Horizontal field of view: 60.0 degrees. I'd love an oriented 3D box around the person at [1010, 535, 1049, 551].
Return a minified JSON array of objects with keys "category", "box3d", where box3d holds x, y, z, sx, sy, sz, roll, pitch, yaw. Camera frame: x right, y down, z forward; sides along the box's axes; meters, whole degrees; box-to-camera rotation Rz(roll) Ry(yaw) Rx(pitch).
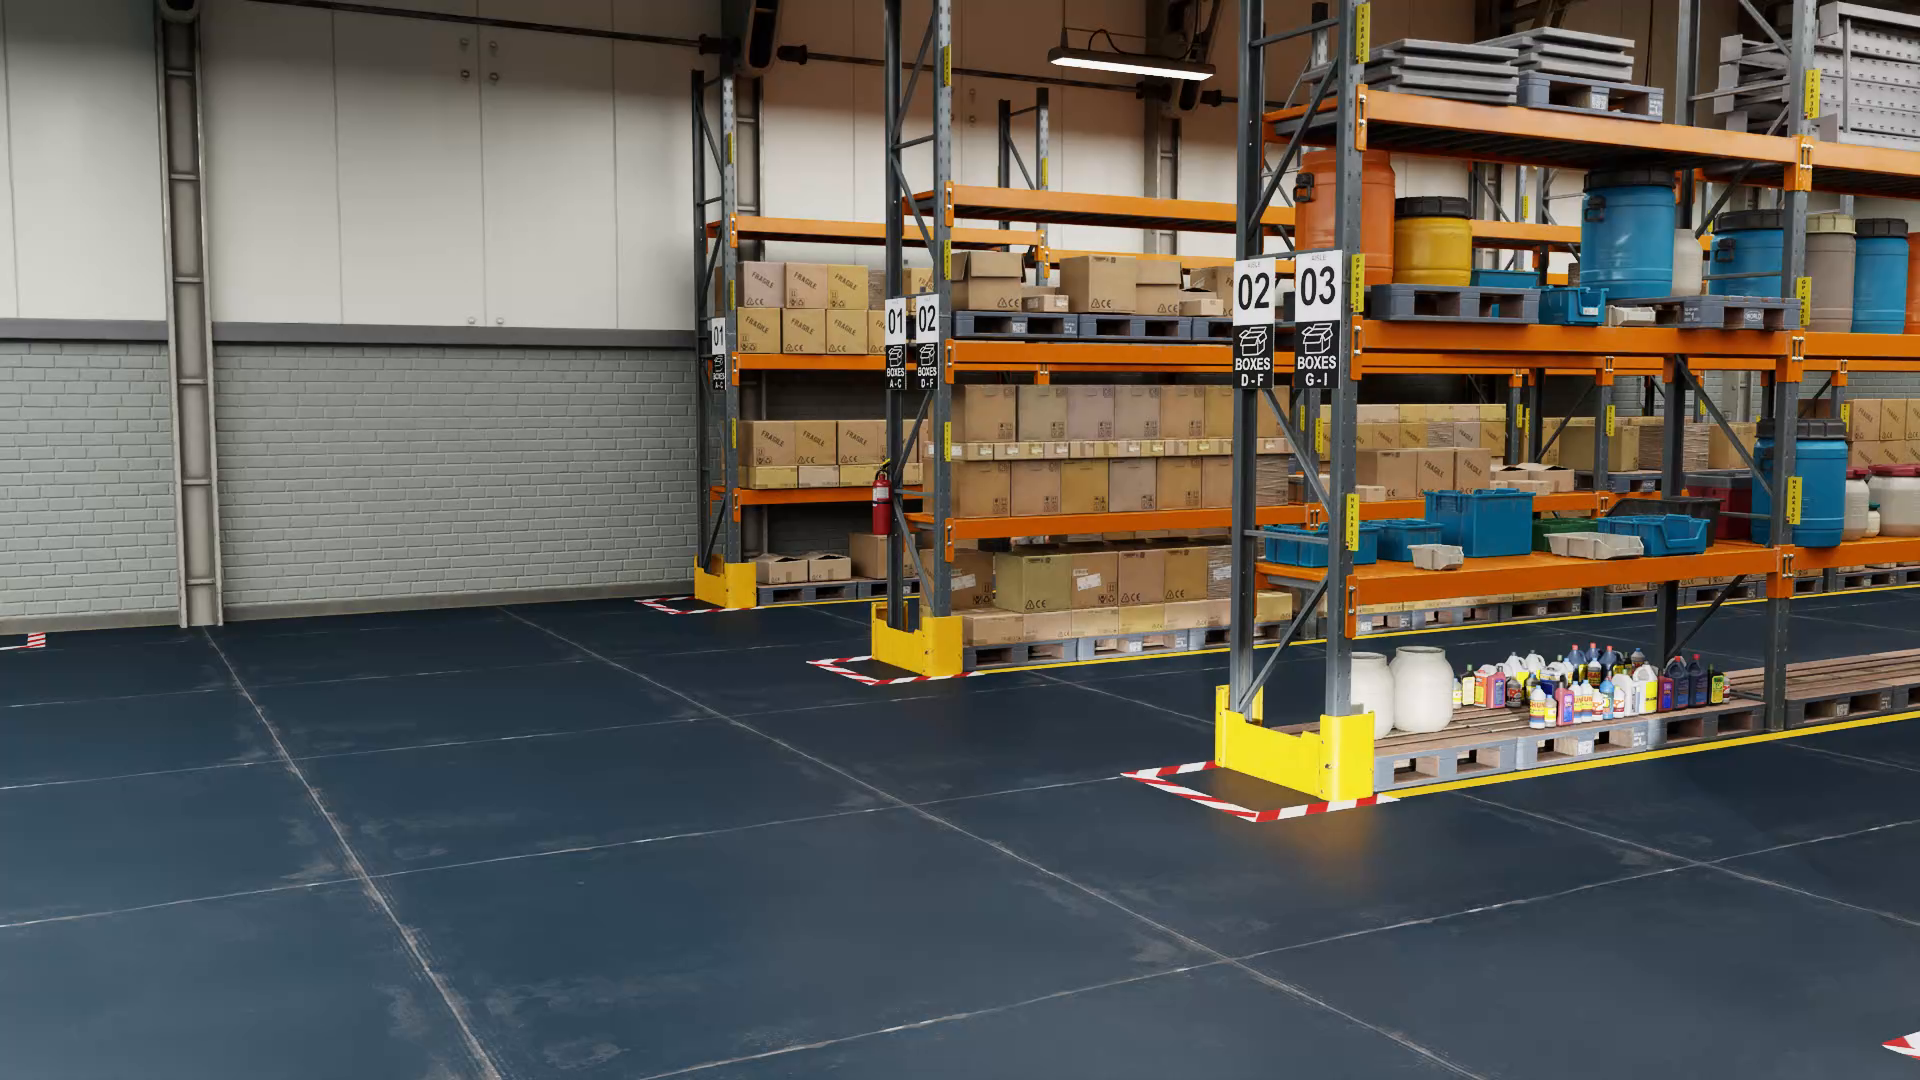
[{"category":"person","box3d":[0.745,-0.027,17.760,0.486,1.673,0.406,-3,6,-28]}]
